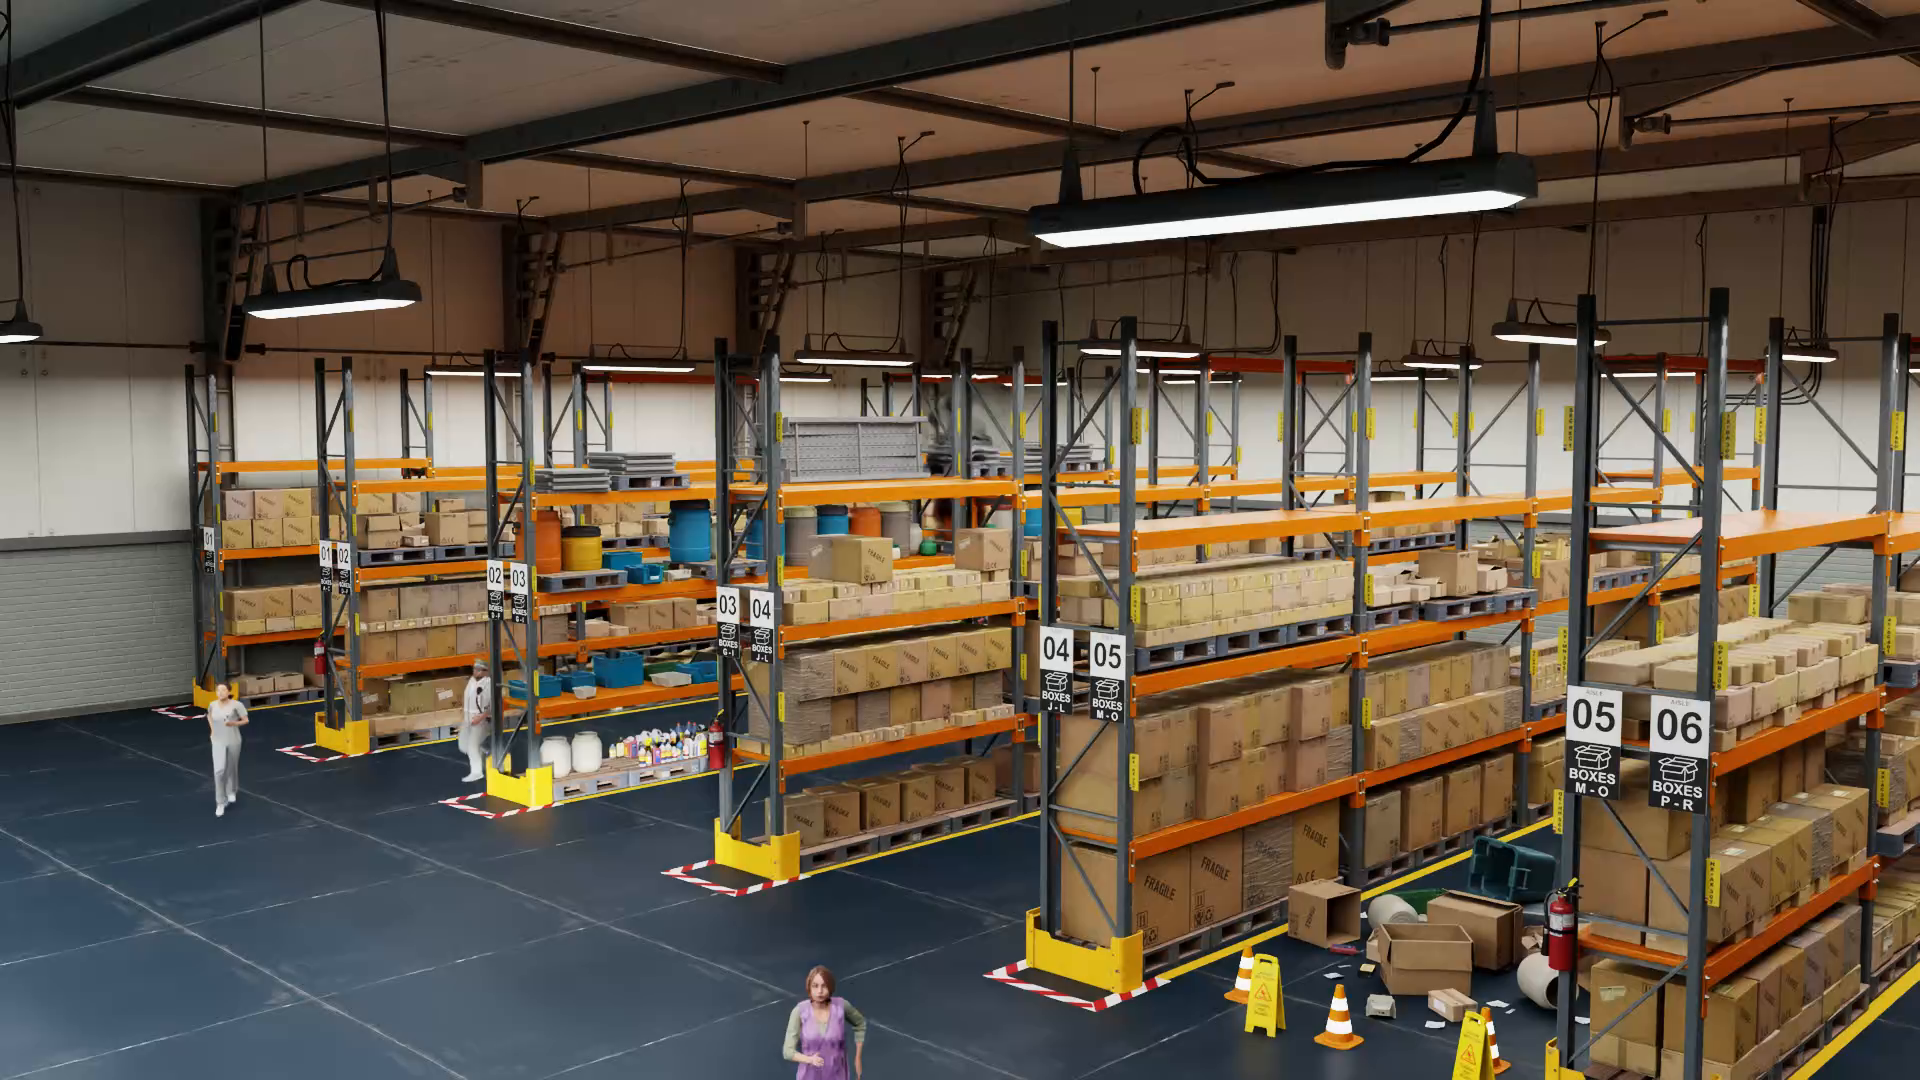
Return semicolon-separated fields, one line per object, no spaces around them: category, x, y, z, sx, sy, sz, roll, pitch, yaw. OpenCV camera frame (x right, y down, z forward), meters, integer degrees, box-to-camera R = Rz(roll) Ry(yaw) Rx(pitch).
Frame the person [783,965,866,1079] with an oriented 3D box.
person;-0.872;3.549;10.707;0.520;1.644;0.699;0;4;-1

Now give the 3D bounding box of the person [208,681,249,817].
person;-9.519;2.680;21.650;0.541;1.726;0.793;-1;5;-15

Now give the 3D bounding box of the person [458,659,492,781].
person;-6.728;2.525;23.410;0.682;1.759;0.587;3;5;31
